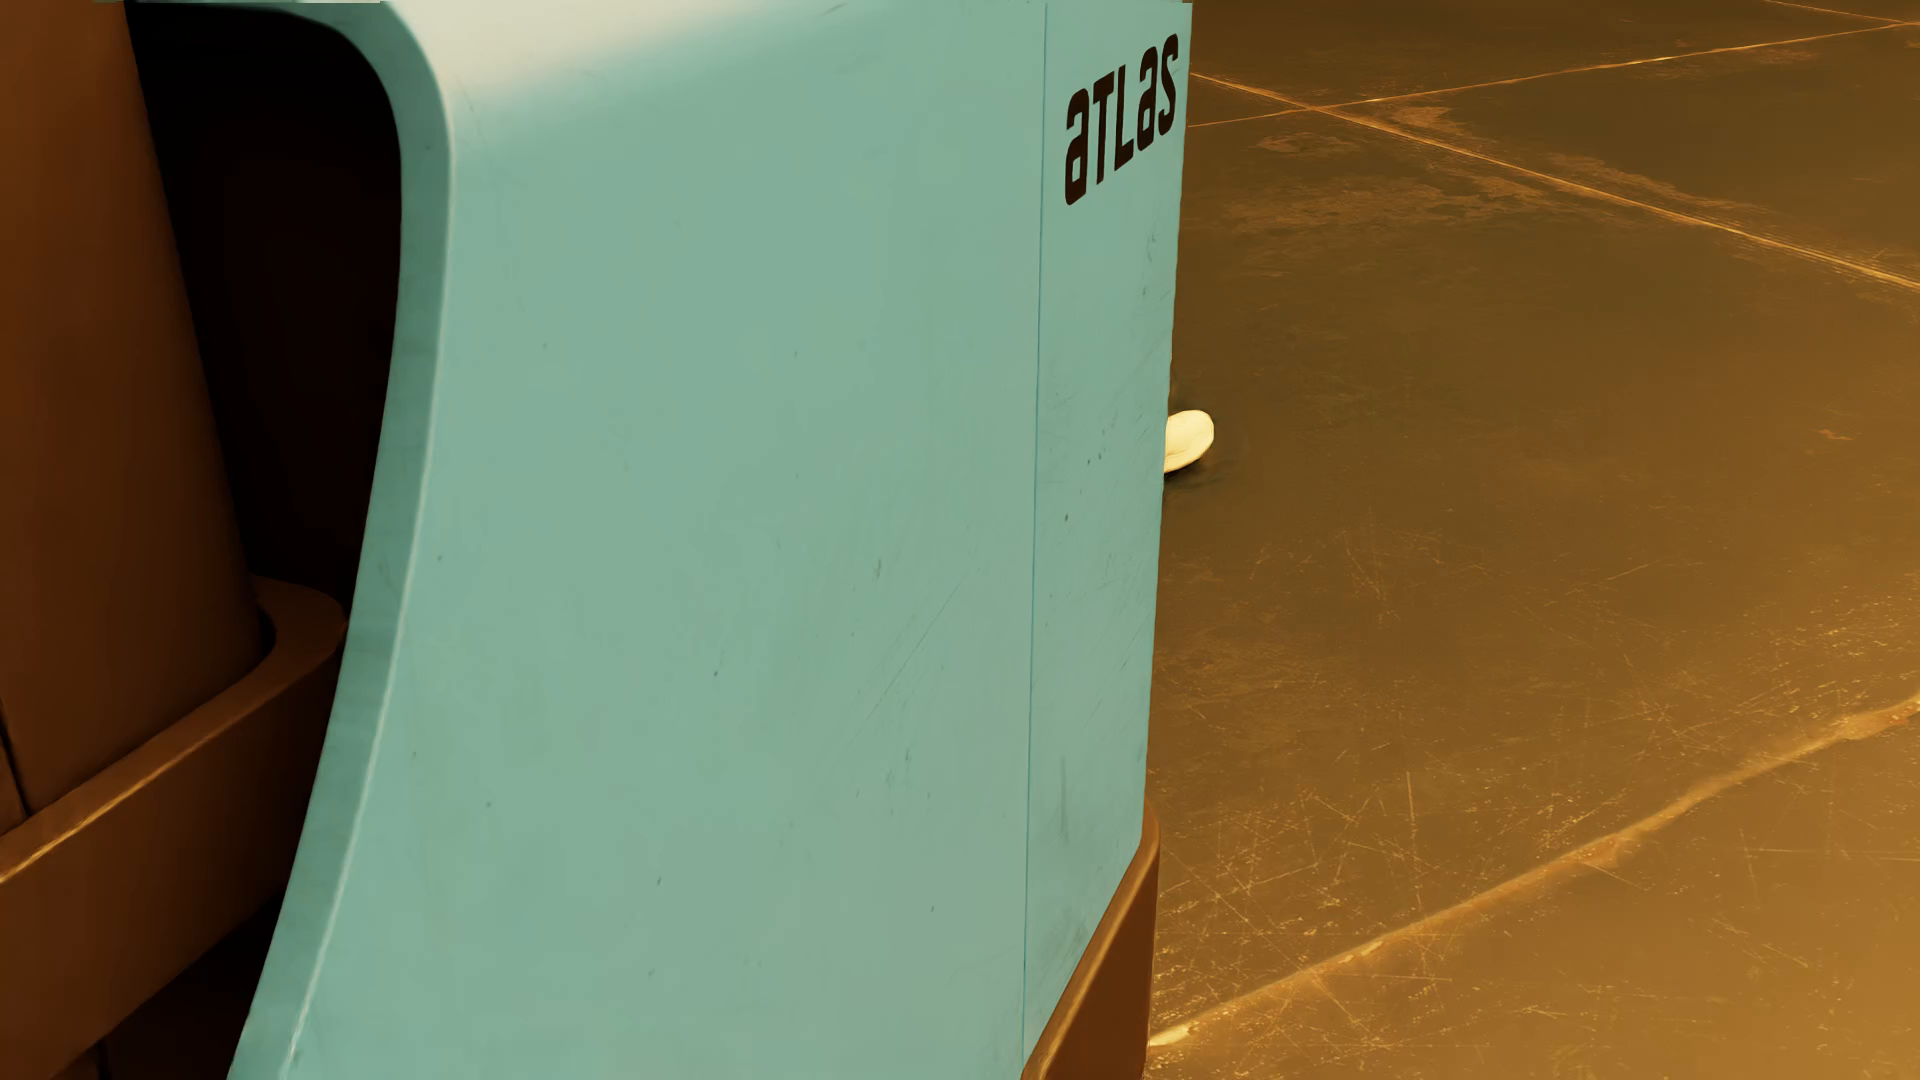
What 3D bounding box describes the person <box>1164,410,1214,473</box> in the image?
[{"bbox_3d":[-0.155,-0.920,2.688,0.962,1.501,1.099,-7,28,-13],"label":"person"}]
